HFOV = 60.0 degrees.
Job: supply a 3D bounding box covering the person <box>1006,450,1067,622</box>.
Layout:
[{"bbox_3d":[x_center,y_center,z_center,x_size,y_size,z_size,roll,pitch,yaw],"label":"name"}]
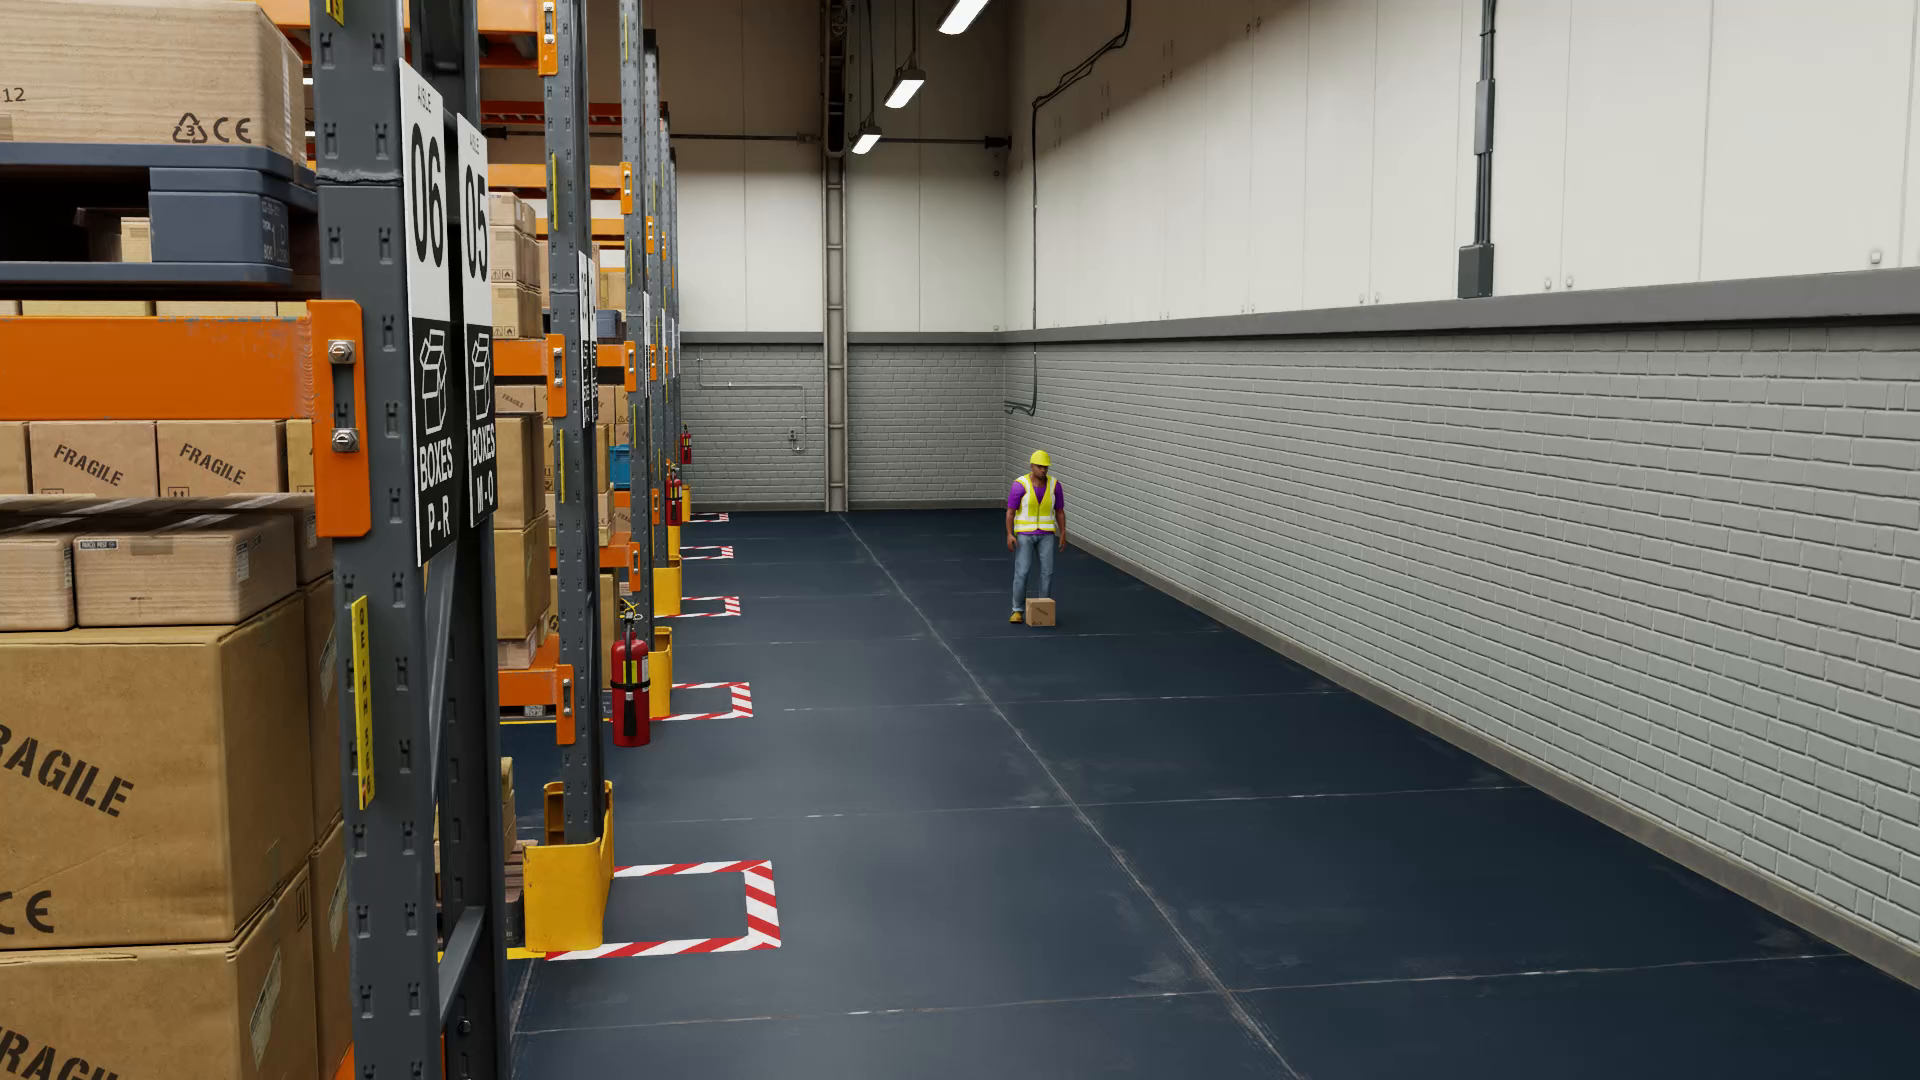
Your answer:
[{"bbox_3d":[0.782,-0.043,17.007,0.636,1.761,0.454,-1,7,-12],"label":"person"}]
